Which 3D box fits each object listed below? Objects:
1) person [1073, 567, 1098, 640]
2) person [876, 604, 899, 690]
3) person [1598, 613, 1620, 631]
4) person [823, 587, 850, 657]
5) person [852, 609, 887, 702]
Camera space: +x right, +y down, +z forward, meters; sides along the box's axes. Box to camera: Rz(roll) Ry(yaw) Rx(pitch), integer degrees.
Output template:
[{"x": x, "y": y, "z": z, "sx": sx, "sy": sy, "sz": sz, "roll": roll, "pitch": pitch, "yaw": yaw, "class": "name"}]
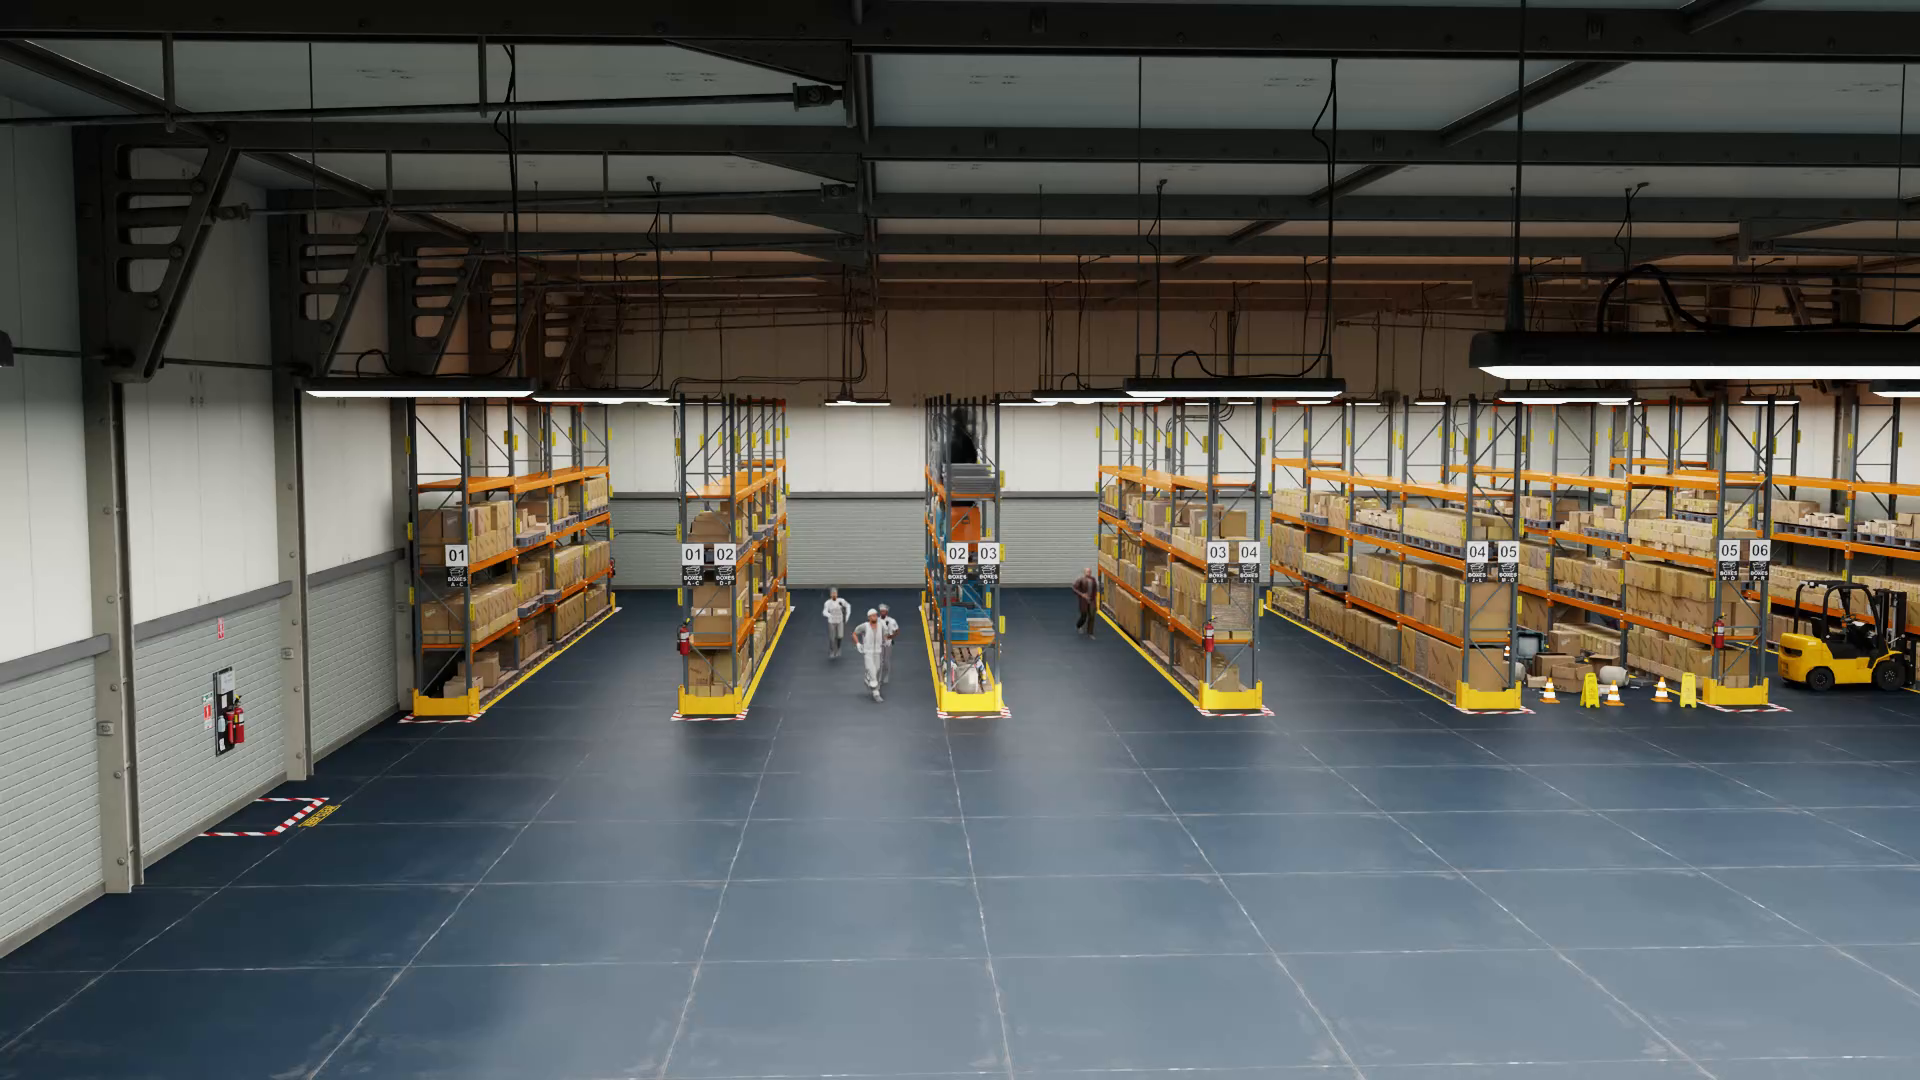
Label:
[{"x": 3.151, "y": 1.565, "z": 41.505, "sx": 0.713, "sy": 1.776, "sz": 0.954, "roll": -1, "pitch": 5, "yaw": -17, "class": "person"}, {"x": -1.533, "y": 2.174, "z": 34.192, "sx": 0.598, "sy": 1.749, "sz": 0.800, "roll": 1, "pitch": 5, "yaw": 10, "class": "person"}, {"x": 16.639, "y": 1.544, "z": 42.665, "sx": 0.621, "sy": 1.601, "sz": 0.760, "roll": -1, "pitch": 5, "yaw": -9, "class": "person"}, {"x": -2.814, "y": 1.883, "z": 37.905, "sx": 0.626, "sy": 1.649, "sz": 0.784, "roll": 0, "pitch": 5, "yaw": -5, "class": "person"}, {"x": -1.759, "y": 2.239, "z": 32.738, "sx": 0.668, "sy": 1.788, "sz": 1.003, "roll": -2, "pitch": 5, "yaw": -29, "class": "person"}]
